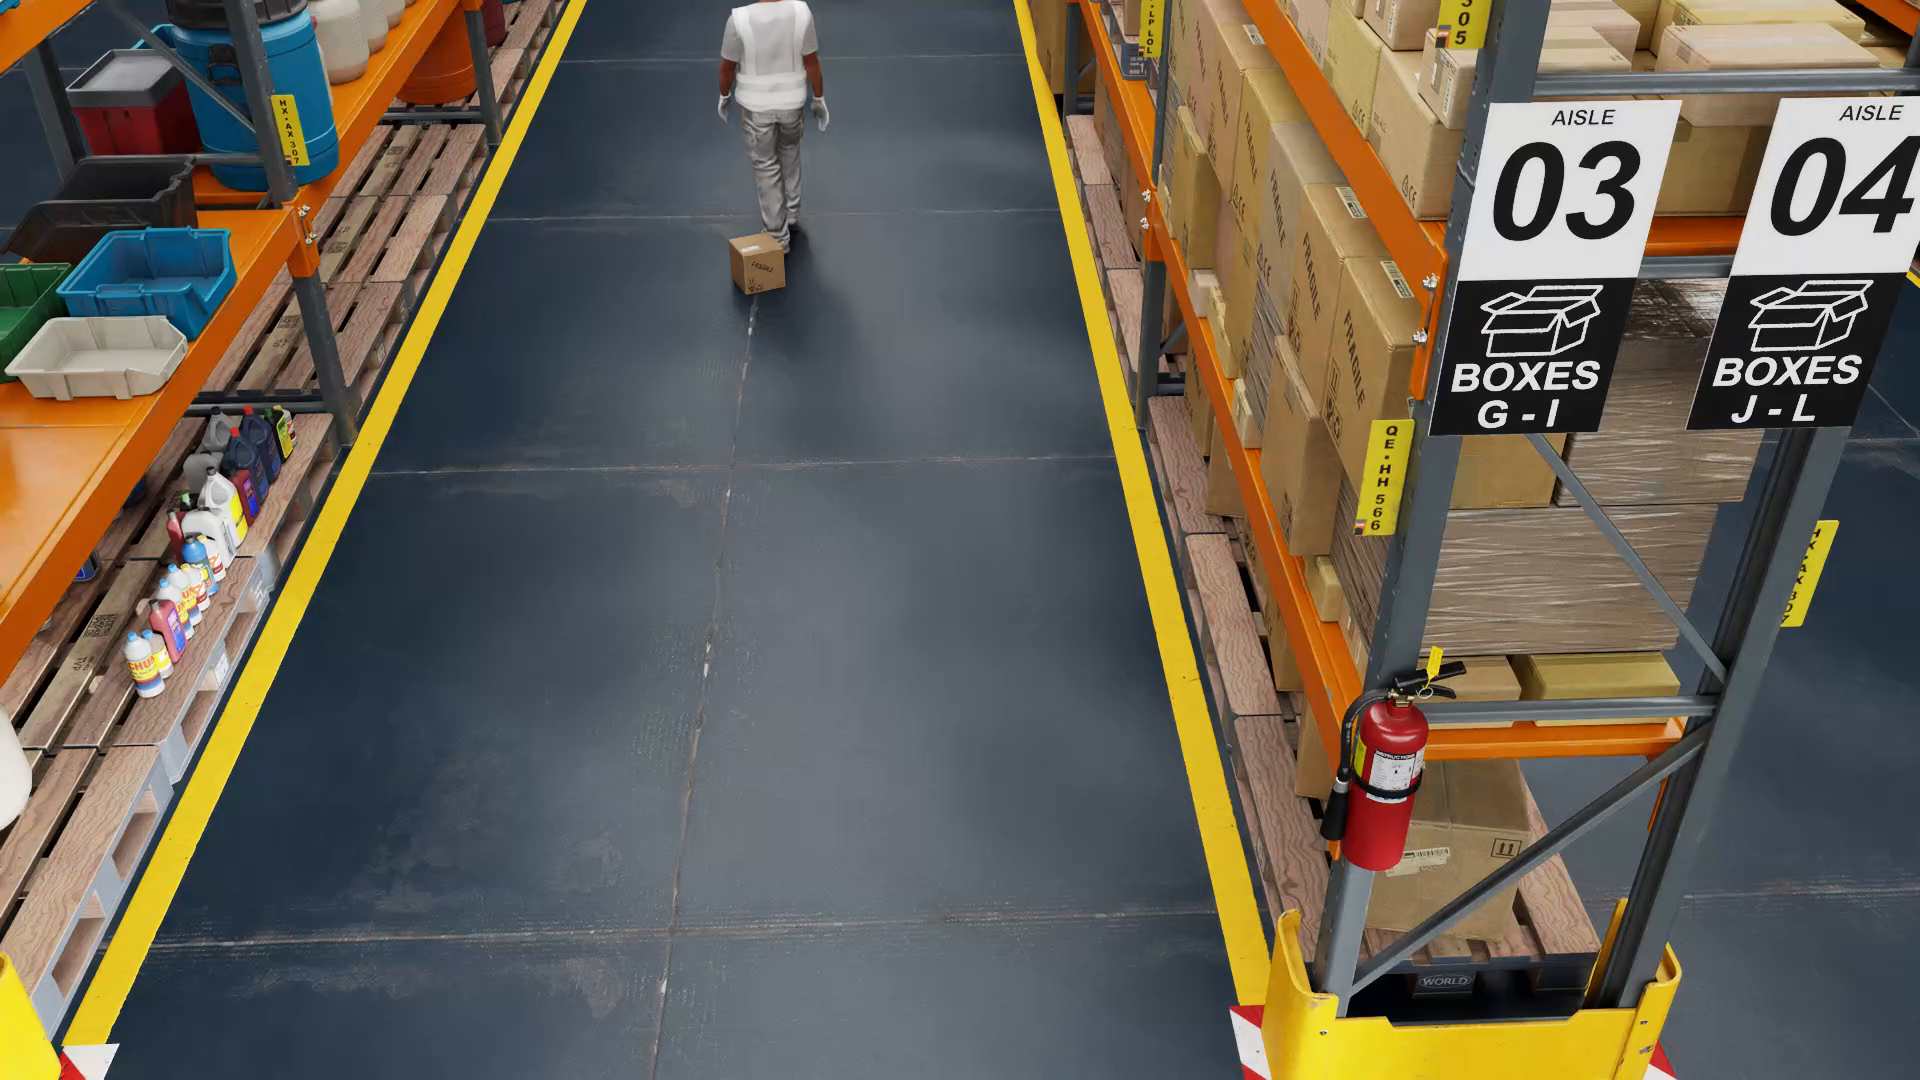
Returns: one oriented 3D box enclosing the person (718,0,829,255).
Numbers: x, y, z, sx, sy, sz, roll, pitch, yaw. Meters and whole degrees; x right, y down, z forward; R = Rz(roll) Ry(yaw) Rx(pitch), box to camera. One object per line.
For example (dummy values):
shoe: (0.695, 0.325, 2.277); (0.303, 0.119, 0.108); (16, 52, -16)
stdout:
person: (-1.127, -2.586, 9.860); (0.603, 1.848, 0.616); (-13, 37, -18)
